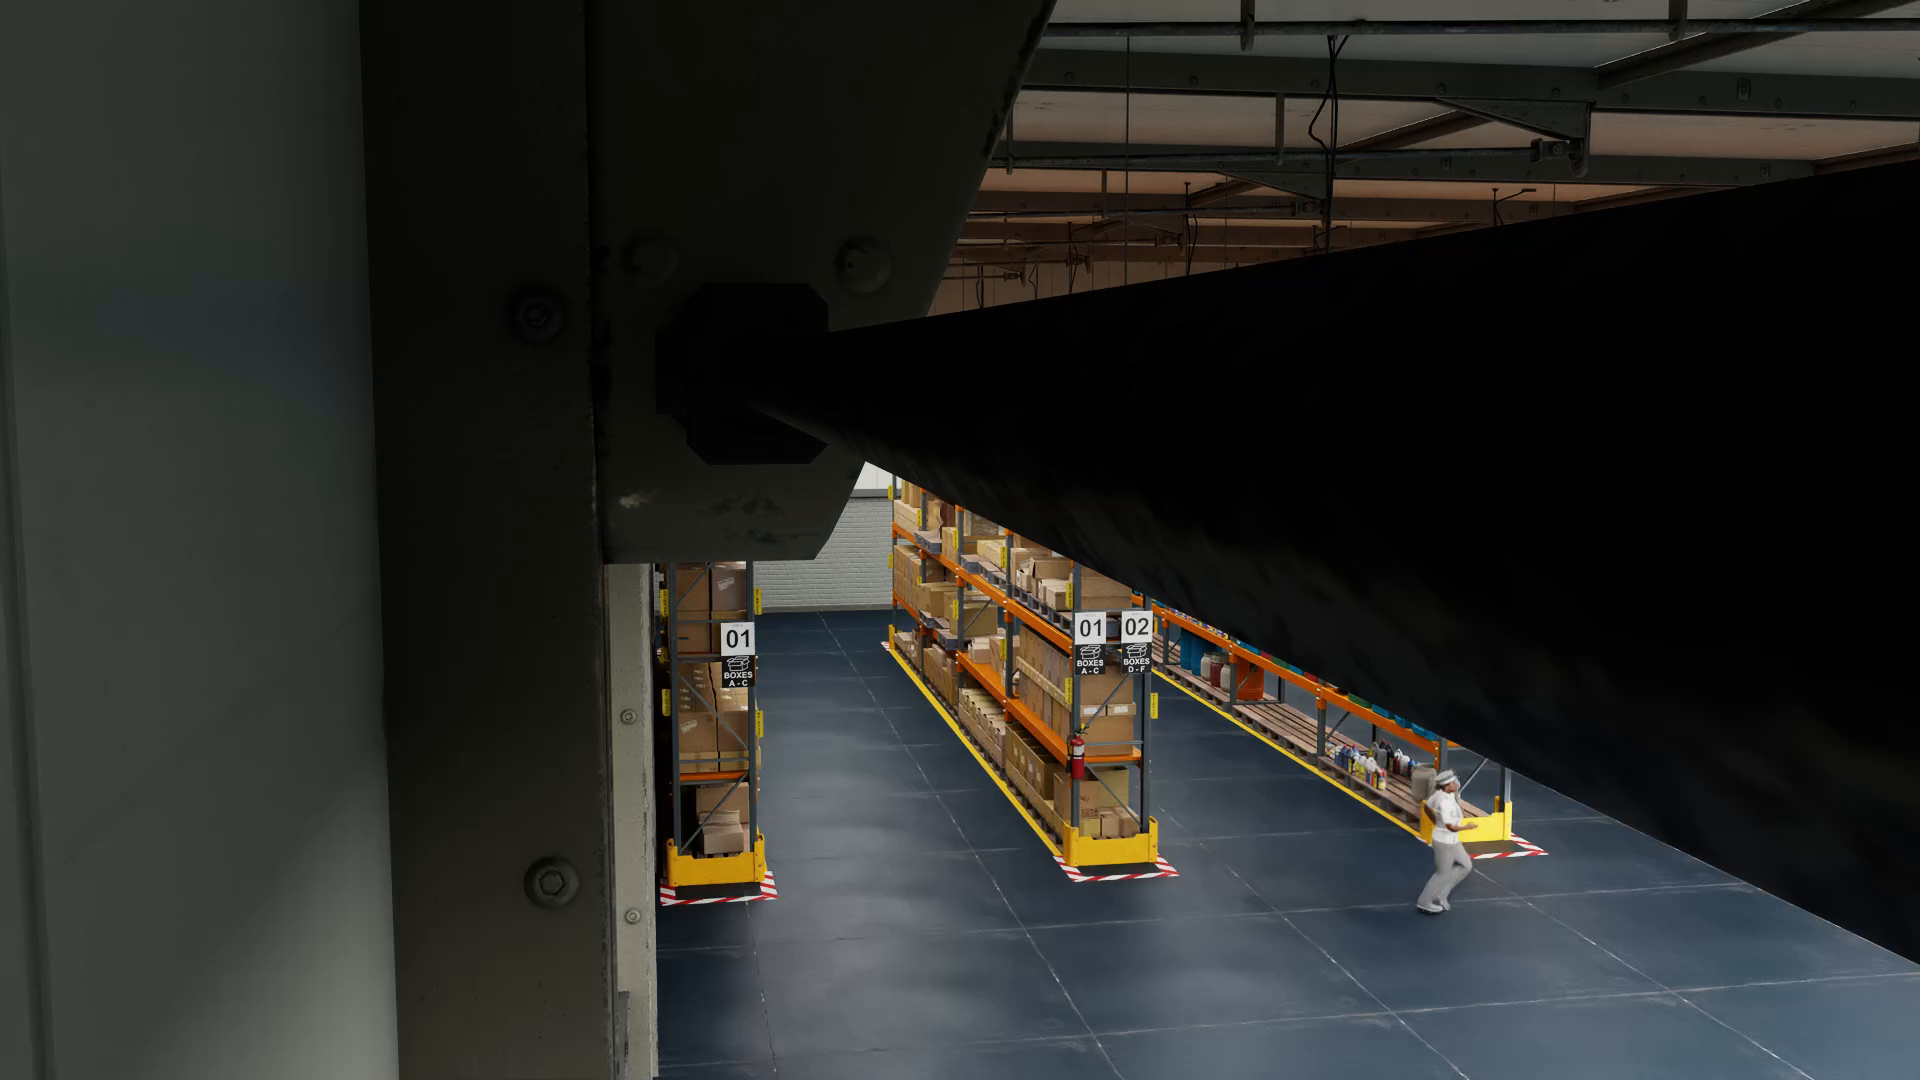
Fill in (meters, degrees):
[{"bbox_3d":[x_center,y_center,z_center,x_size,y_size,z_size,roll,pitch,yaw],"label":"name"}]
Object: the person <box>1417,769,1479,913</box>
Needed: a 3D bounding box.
[{"bbox_3d":[5.574,3.444,18.983,0.651,1.675,0.516,2,6,16],"label":"person"}]
